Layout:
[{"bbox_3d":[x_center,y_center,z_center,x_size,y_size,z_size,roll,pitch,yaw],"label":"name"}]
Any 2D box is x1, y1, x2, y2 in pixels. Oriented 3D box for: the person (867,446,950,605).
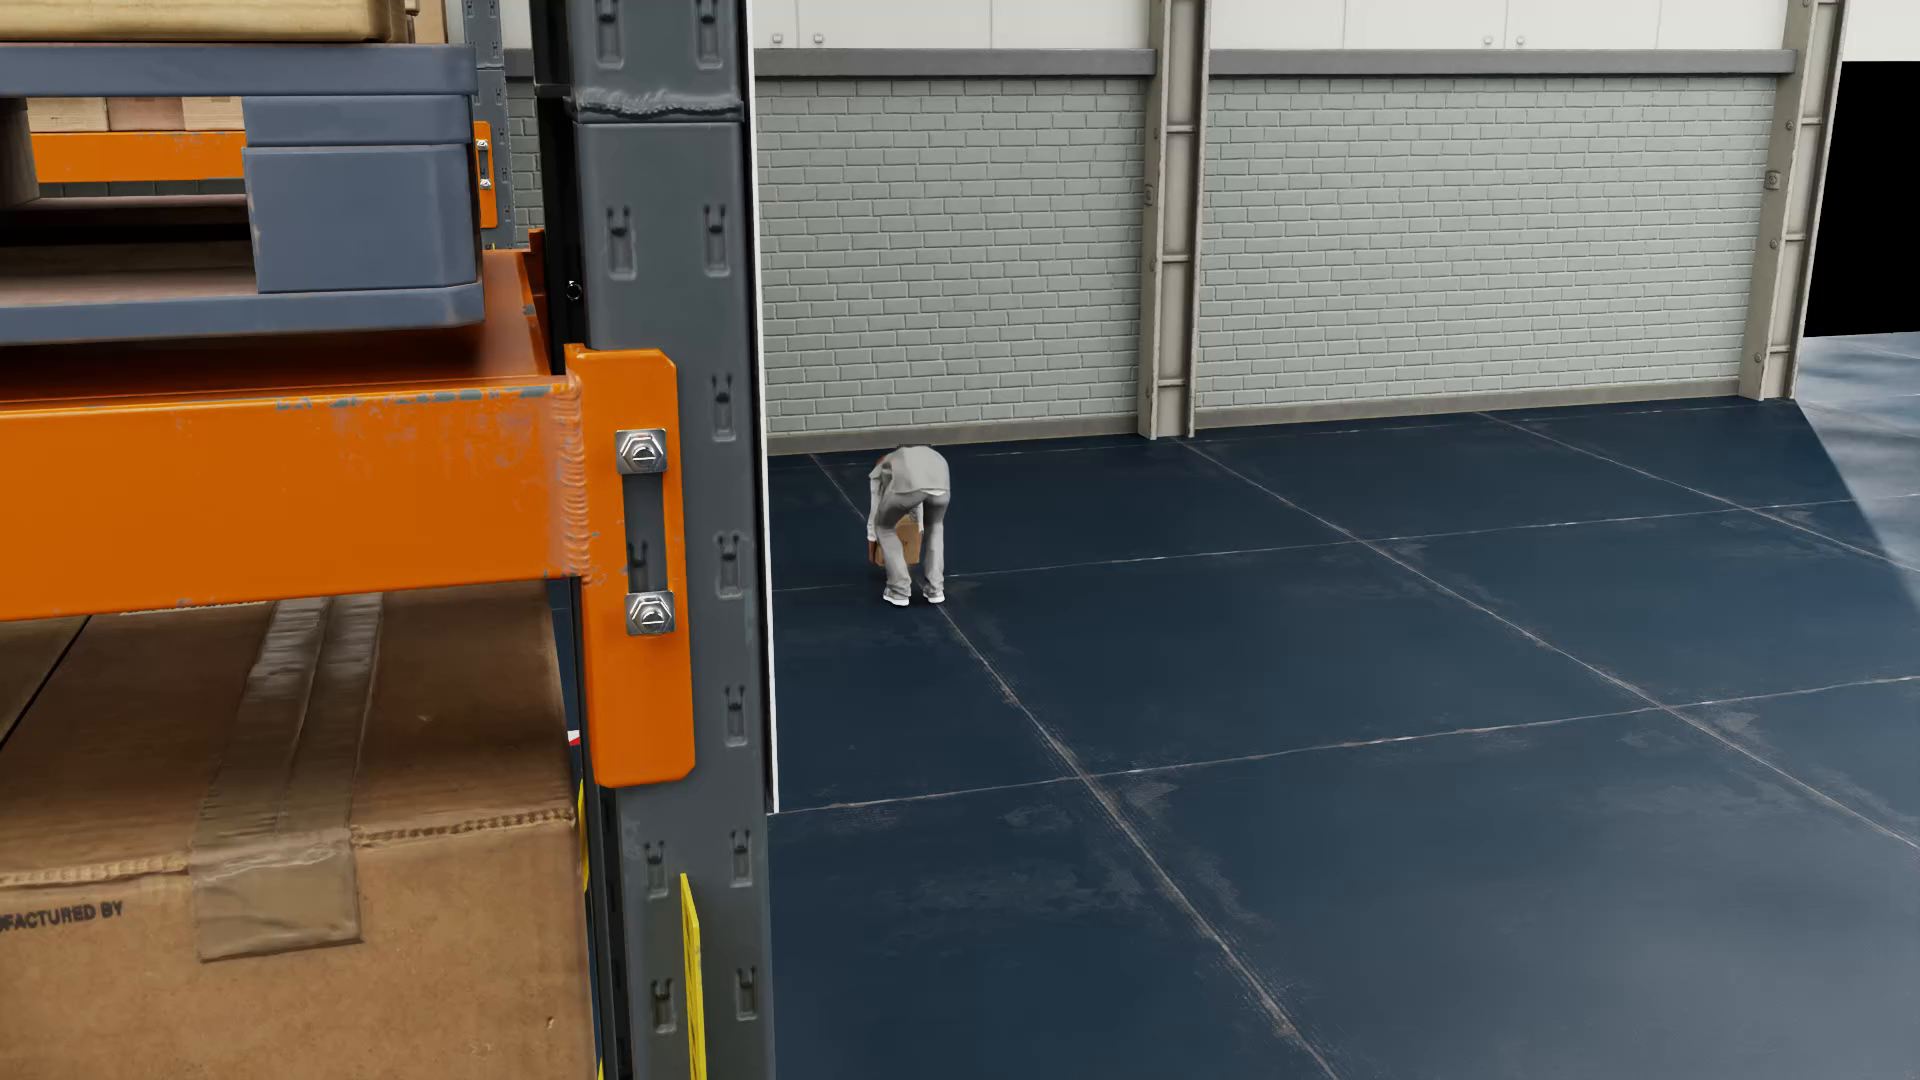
[{"bbox_3d":[-0.315,-0.131,9.706,0.417,0.923,0.861,-5,17,-18],"label":"person"}]
